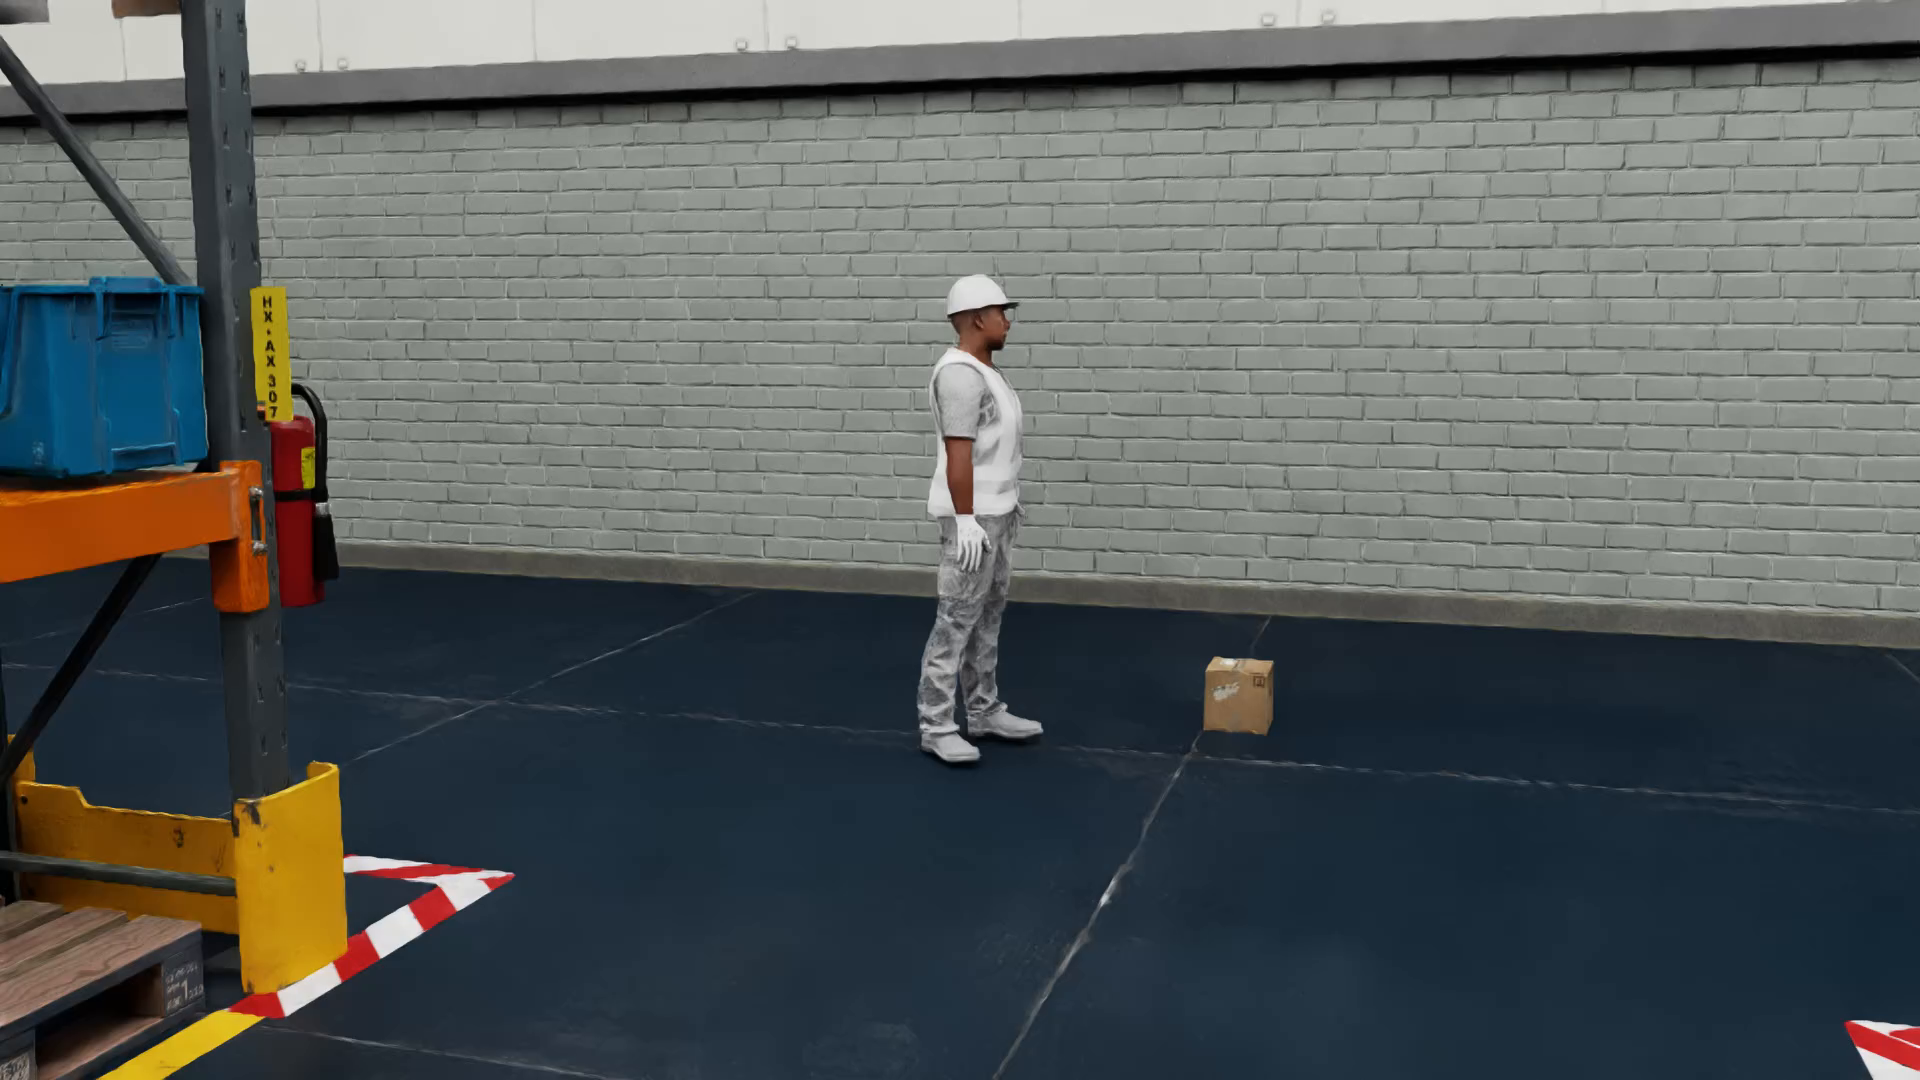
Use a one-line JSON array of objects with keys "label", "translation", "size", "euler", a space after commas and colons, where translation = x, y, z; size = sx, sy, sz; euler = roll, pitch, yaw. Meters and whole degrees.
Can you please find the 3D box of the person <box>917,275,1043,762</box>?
[{"label": "person", "translation": [0.094, -0.099, 6.311], "size": [0.441, 1.780, 0.680], "euler": [1, 8, 10]}]
